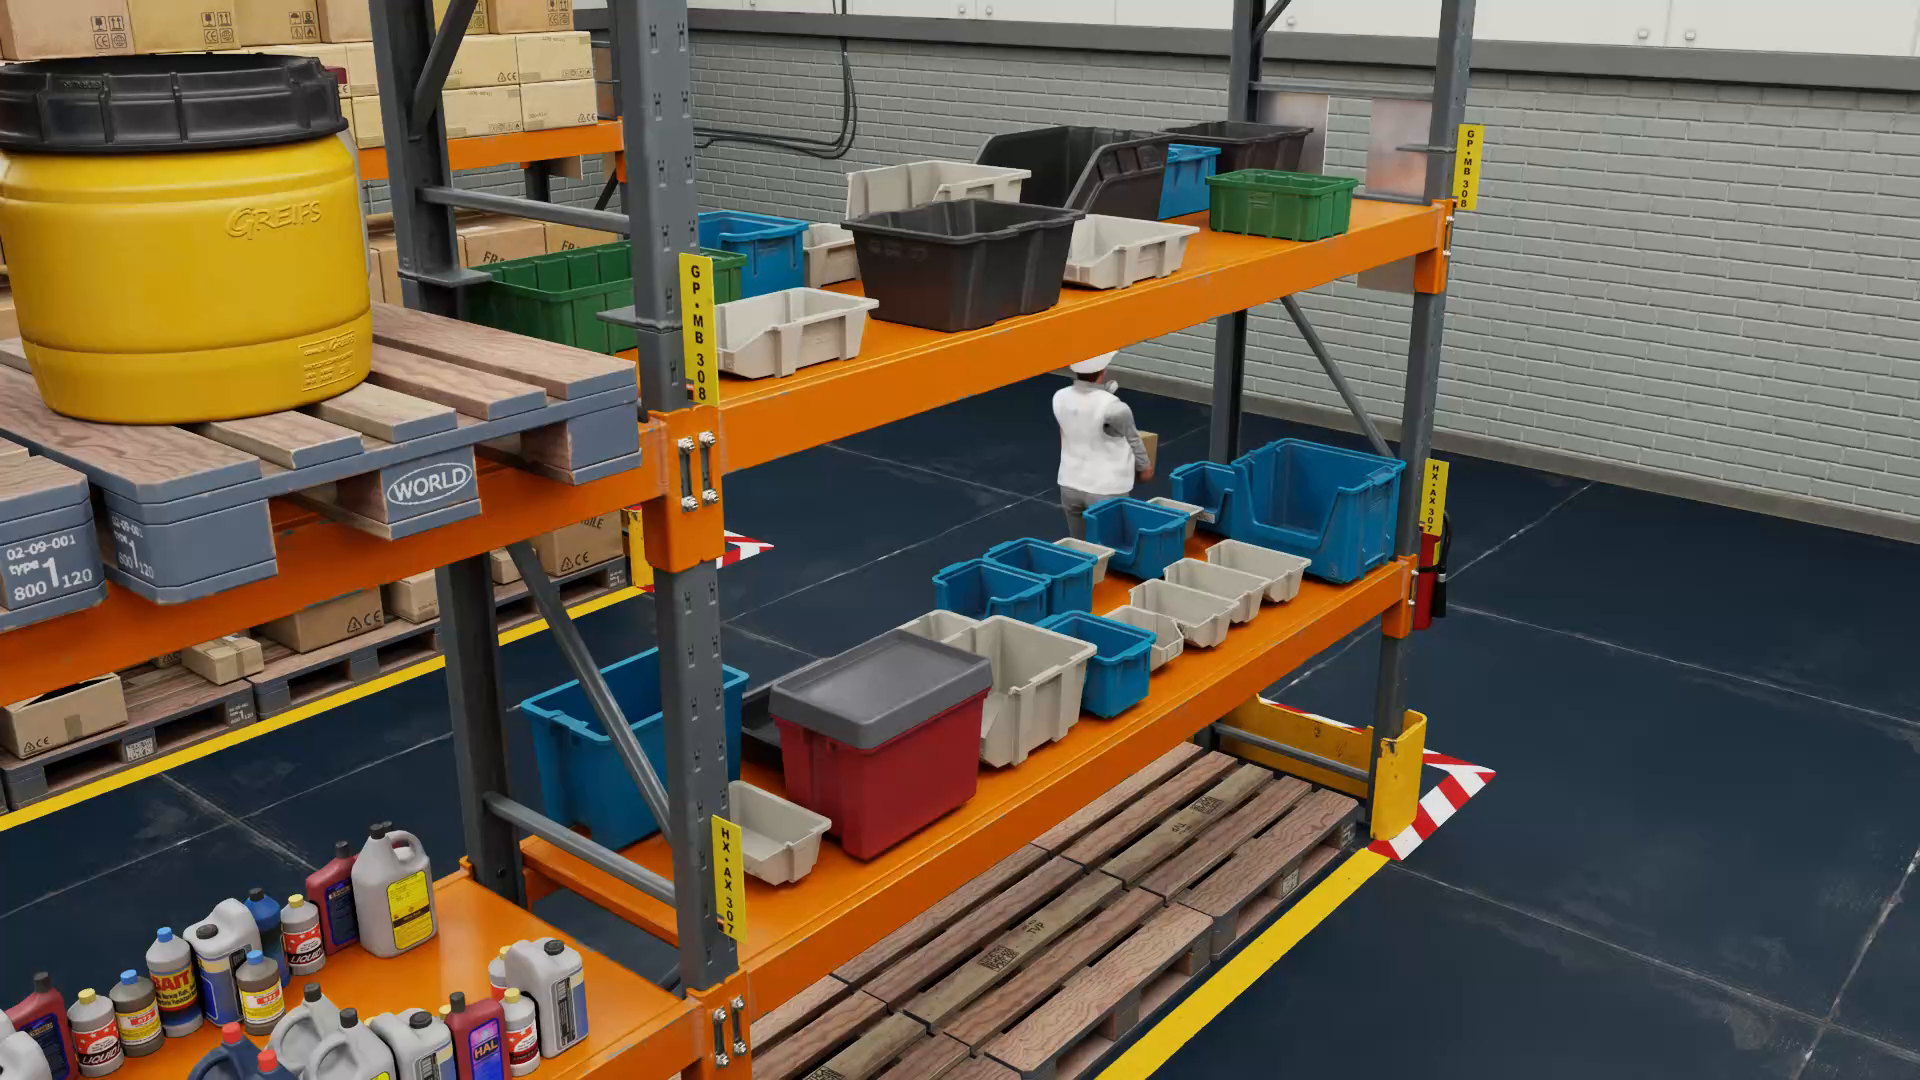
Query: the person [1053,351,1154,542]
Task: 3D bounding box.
[{"bbox_3d":[0.811,-0.318,9.421,0.494,1.763,0.549,16,26,38],"label":"person"}]
